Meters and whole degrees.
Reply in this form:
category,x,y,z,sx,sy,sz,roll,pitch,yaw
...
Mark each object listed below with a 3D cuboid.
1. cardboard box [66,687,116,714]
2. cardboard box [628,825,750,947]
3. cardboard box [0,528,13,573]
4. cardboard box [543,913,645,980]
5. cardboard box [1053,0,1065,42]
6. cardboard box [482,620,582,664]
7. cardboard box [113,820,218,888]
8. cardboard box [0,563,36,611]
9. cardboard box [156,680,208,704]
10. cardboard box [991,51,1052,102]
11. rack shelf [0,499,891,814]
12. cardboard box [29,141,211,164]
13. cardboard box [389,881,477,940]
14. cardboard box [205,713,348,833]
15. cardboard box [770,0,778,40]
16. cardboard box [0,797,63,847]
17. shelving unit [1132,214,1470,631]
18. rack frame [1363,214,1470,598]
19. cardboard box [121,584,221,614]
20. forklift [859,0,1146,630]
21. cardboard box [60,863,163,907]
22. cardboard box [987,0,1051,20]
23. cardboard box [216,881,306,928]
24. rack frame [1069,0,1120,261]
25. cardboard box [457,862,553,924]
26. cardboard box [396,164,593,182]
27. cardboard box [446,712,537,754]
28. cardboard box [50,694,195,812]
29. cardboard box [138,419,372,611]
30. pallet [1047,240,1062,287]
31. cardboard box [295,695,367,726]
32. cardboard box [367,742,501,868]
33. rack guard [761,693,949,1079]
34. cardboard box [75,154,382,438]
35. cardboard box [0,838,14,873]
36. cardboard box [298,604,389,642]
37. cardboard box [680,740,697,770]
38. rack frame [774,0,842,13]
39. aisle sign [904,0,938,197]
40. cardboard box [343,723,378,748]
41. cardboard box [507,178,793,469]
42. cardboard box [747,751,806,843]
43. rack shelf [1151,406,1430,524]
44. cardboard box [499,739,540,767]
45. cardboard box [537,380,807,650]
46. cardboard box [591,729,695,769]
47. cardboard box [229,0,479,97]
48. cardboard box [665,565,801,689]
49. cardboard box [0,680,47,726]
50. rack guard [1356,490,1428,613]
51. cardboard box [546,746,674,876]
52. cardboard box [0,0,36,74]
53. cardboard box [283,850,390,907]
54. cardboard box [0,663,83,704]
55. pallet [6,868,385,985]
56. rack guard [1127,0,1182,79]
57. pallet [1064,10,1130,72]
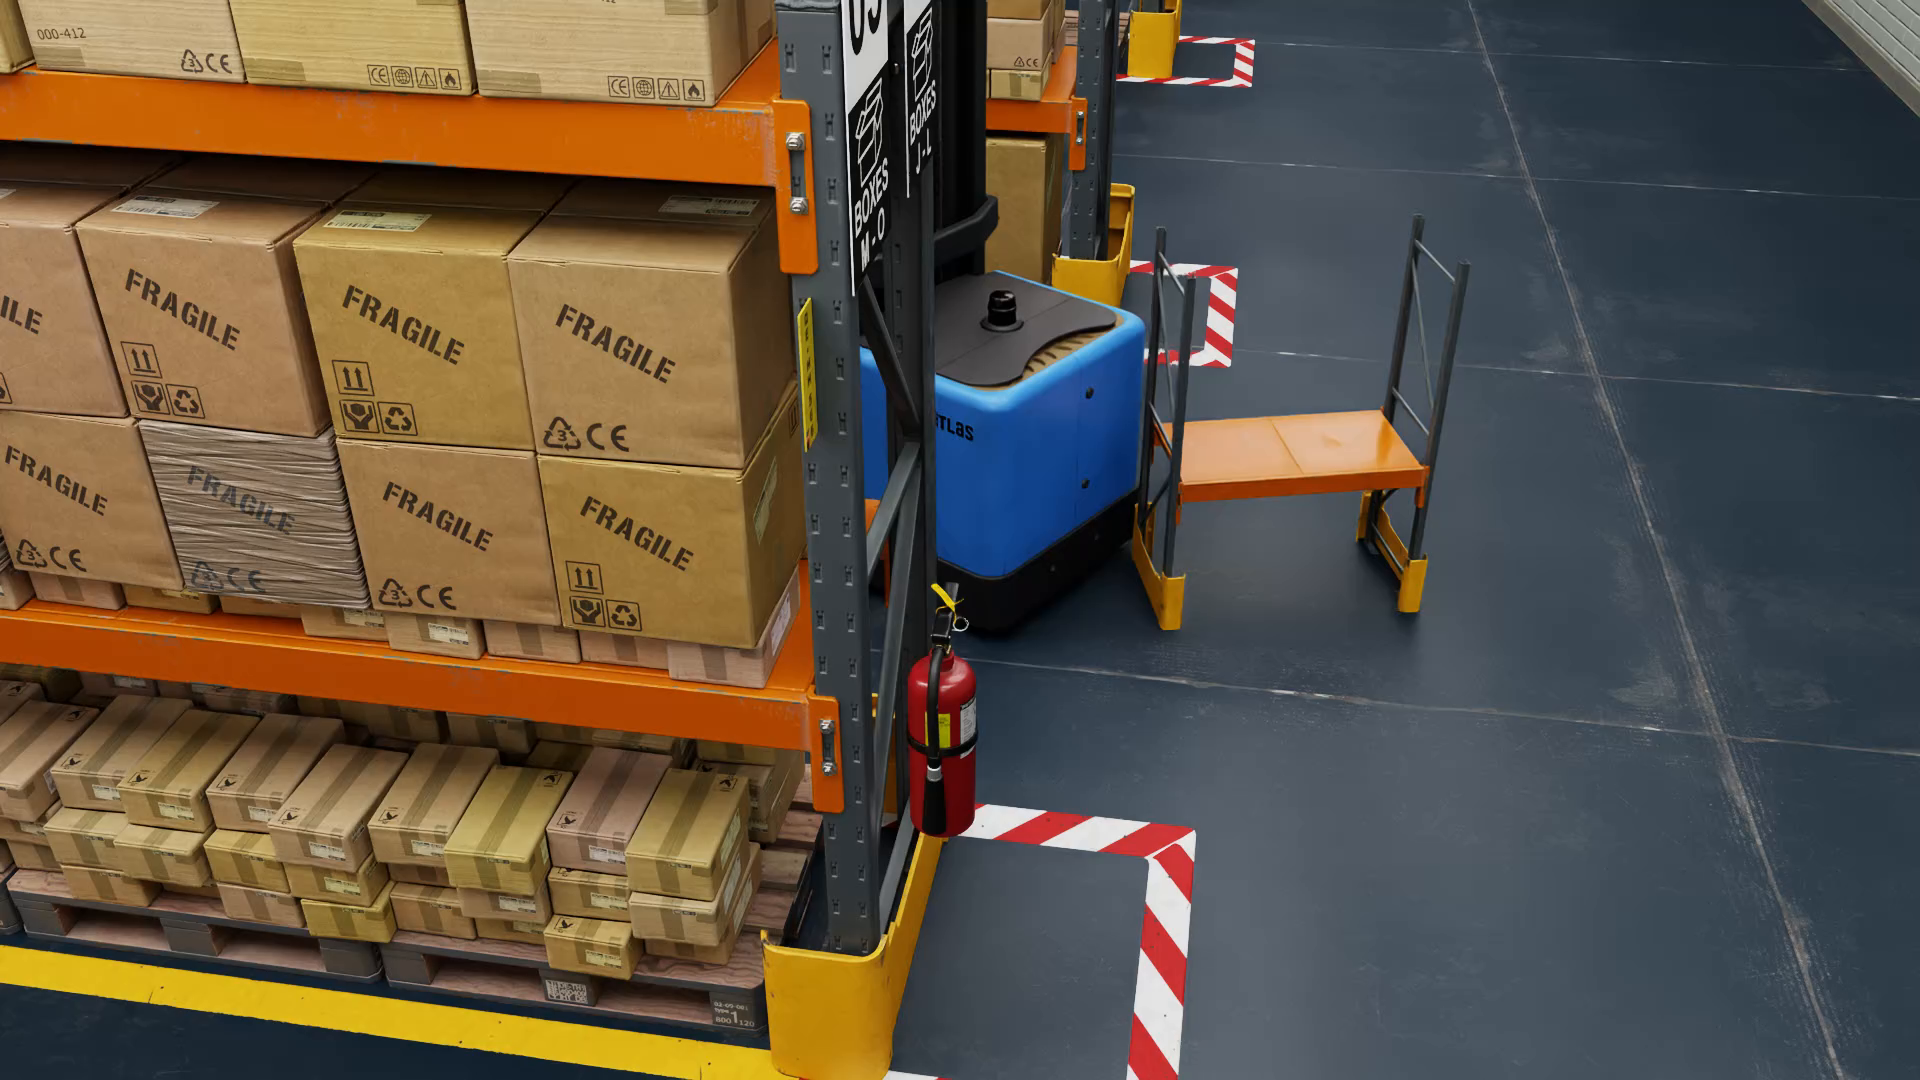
category,x,y,z,sx,sy,sz,roll,pitch,yaw
cardboard box,-2.773,0.509,5.620,0.250,0.149,0.380,6,33,9
cardboard box,-0.784,0.988,4.855,0.250,0.149,0.380,4,32,7
cardboard box,-2.733,-0.264,4.469,0.500,0.500,0.500,5,32,7
cardboard box,-1.040,1.104,4.950,0.250,0.149,0.380,6,33,10
cardboard box,0.291,-2.850,8.837,0.500,0.250,0.500,4,32,7
cardboard box,-1.073,0.151,4.419,0.250,0.149,0.380,5,32,8
cardboard box,-2.335,0.861,5.059,0.250,0.149,0.380,5,32,9
cardboard box,-2.628,0.020,4.628,0.250,0.149,0.380,7,33,10
cardboard box,-2.466,0.376,5.552,0.250,0.149,0.380,4,32,6
cardboard box,0.312,-2.356,8.424,0.250,0.149,0.380,6,33,9
rack shelf,-2.187,0.108,4.928,4.000,0.370,1.077,5,32,8
cardboard box,-2.124,-0.933,4.596,0.500,0.500,0.500,4,32,7
cardboard box,-1.532,1.020,5.084,0.250,0.149,0.380,5,32,9
cardboard box,-2.055,0.703,5.030,0.250,0.149,0.380,4,32,7
cardboard box,-0.615,-1.400,3.974,0.500,0.250,0.500,6,33,10
cardboard box,-2.811,0.770,5.204,0.250,0.149,0.380,7,33,10
shelving unit,1.307,-0.460,6.572,1.083,1.500,0.587,-4,32,-6
rack frame,1.802,-0.494,6.626,0.032,1.500,0.500,-4,32,-6
cardboard box,-2.104,0.031,4.611,0.250,0.149,0.380,6,32,9
forklift,-0.697,-1.529,6.931,3.031,2.935,1.130,24,39,33
cardboard box,-2.568,0.950,5.196,0.250,0.149,0.380,4,32,7
cardboard box,0.194,-2.890,8.194,0.500,0.500,0.500,6,32,9
cardboard box,-2.060,0.995,5.124,0.250,0.149,0.380,6,33,9
rack frame,0.719,-2.603,8.582,0.127,3.000,1.000,5,32,8
cardboard box,-1.296,0.943,4.928,0.250,0.149,0.380,4,32,6
cardboard box,-1.112,-0.831,4.434,0.500,0.500,0.500,6,33,10
cardboard box,-1.452,0.505,5.346,0.250,0.149,0.380,4,32,6
cardboard box,-2.554,0.652,5.111,0.250,0.149,0.380,4,32,6
cardboard box,-1.710,-0.181,4.338,0.500,0.500,0.500,5,32,8
pallet,-0.083,-1.452,9.371,1.213,0.211,1.003,5,32,8
cardboard box,-1.976,0.428,5.469,0.250,0.149,0.380,6,32,9
cardboard box,-1.539,0.780,4.907,0.250,0.149,0.380,4,32,6
rack guard,-0.290,1.034,5.126,0.348,0.500,1.175,5,32,8
cardboard box,-1.722,-0.608,4.078,0.500,0.500,0.500,7,33,11
cardboard box,-3.079,0.871,5.323,0.250,0.149,0.380,5,32,7
cardboard box,-1.583,0.101,4.498,0.250,0.149,0.380,4,32,6
cardboard box,-0.949,0.651,5.394,0.250,0.149,0.380,5,32,8
rack frame,-0.216,-2.561,2.860,0.127,3.000,1.000,5,32,8
aisle sign,-0.093,-1.271,4.003,0.004,0.787,0.394,5,32,8
cardboard box,-1.992,0.619,5.444,0.250,0.149,0.380,7,33,11
cardboard box,-0.708,-0.521,3.939,0.500,0.500,0.500,5,32,7
cardboard box,-0.678,0.798,5.439,0.250,0.149,0.380,6,33,9
rack shelf,1.298,-0.307,6.666,1.000,0.185,0.538,-4,32,-6
cardboard box,-1.440,0.596,5.482,0.250,0.149,0.380,6,33,10
cardboard box,-0.702,-0.092,4.196,0.500,0.500,0.500,6,33,9
cardboard box,-0.967,0.574,5.237,0.250,0.149,0.380,6,33,9
cardboard box,-1.213,-1.170,3.607,0.500,0.250,0.500,5,32,8
cardboard box,-0.584,0.207,4.329,0.250,0.149,0.380,5,32,8
cardboard box,-3.074,0.606,5.186,0.250,0.149,0.380,4,32,7
rack guard,1.801,0.036,6.957,0.087,0.250,0.587,-4,32,-6
cardboard box,-1.018,0.793,4.887,0.250,0.149,0.380,6,33,9
cardboard box,-2.227,-1.259,3.748,0.500,0.250,0.500,7,33,10
cardboard box,-1.809,0.903,4.991,0.250,0.149,0.380,6,32,9
cardboard box,-3.016,0.383,5.541,0.250,0.149,0.380,6,33,10
pallet,-2.284,0.956,5.524,1.213,0.211,1.003,5,32,8
rack guard,1.578,-4.139,13.391,0.348,0.500,1.175,5,32,8
pallet,0.745,-4.106,13.610,1.213,0.211,1.003,5,32,8
